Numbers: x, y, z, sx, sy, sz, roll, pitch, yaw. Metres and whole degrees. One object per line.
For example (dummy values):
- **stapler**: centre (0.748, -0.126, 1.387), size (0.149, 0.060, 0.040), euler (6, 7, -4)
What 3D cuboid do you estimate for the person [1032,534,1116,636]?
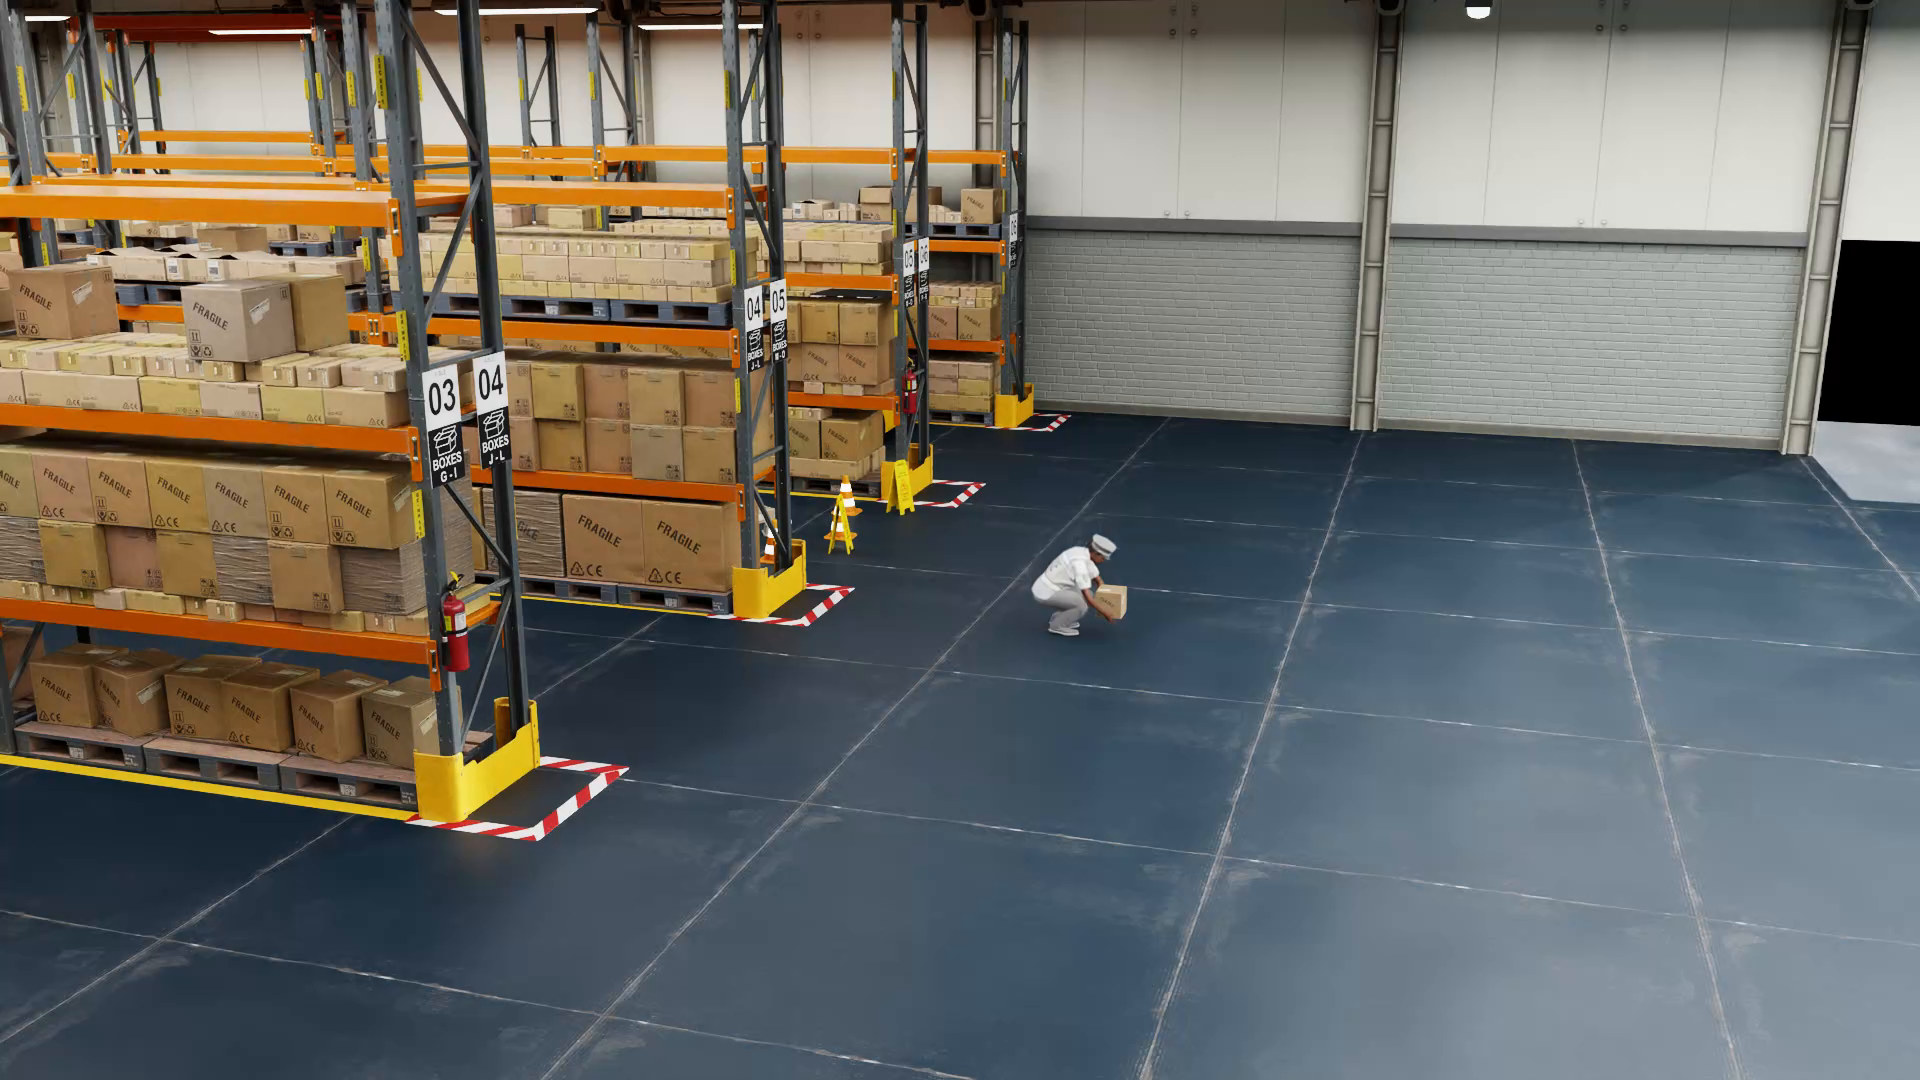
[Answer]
- **person**: centre (1.105, 0.422, 15.788), size (0.832, 0.952, 0.512), euler (4, 16, 16)
